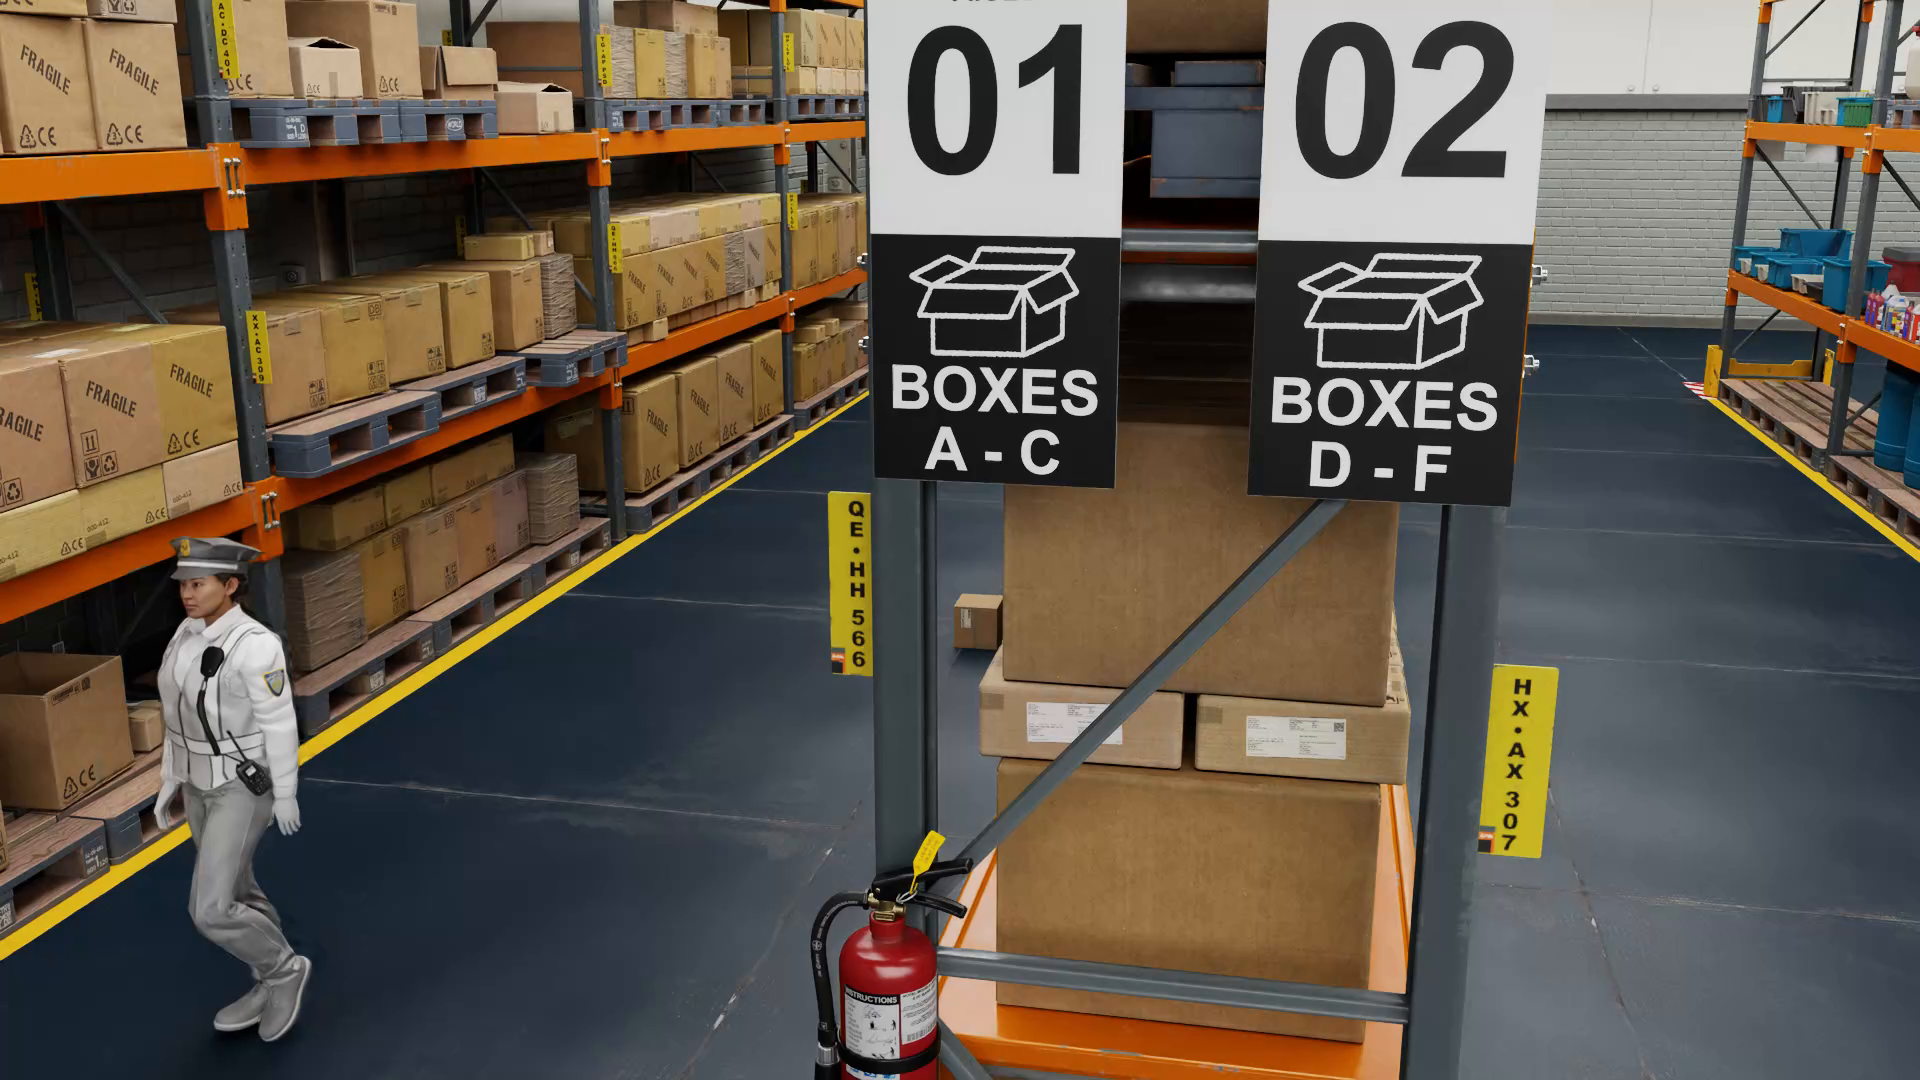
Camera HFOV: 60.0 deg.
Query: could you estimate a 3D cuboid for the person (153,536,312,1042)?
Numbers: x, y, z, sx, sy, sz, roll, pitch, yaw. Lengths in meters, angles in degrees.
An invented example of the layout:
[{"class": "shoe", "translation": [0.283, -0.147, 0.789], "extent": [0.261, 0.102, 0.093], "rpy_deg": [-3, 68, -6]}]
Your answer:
[{"class": "person", "translation": [-2.372, 0.809, 5.326], "extent": [0.493, 1.699, 0.437], "rpy_deg": [10, 18, 33]}]
